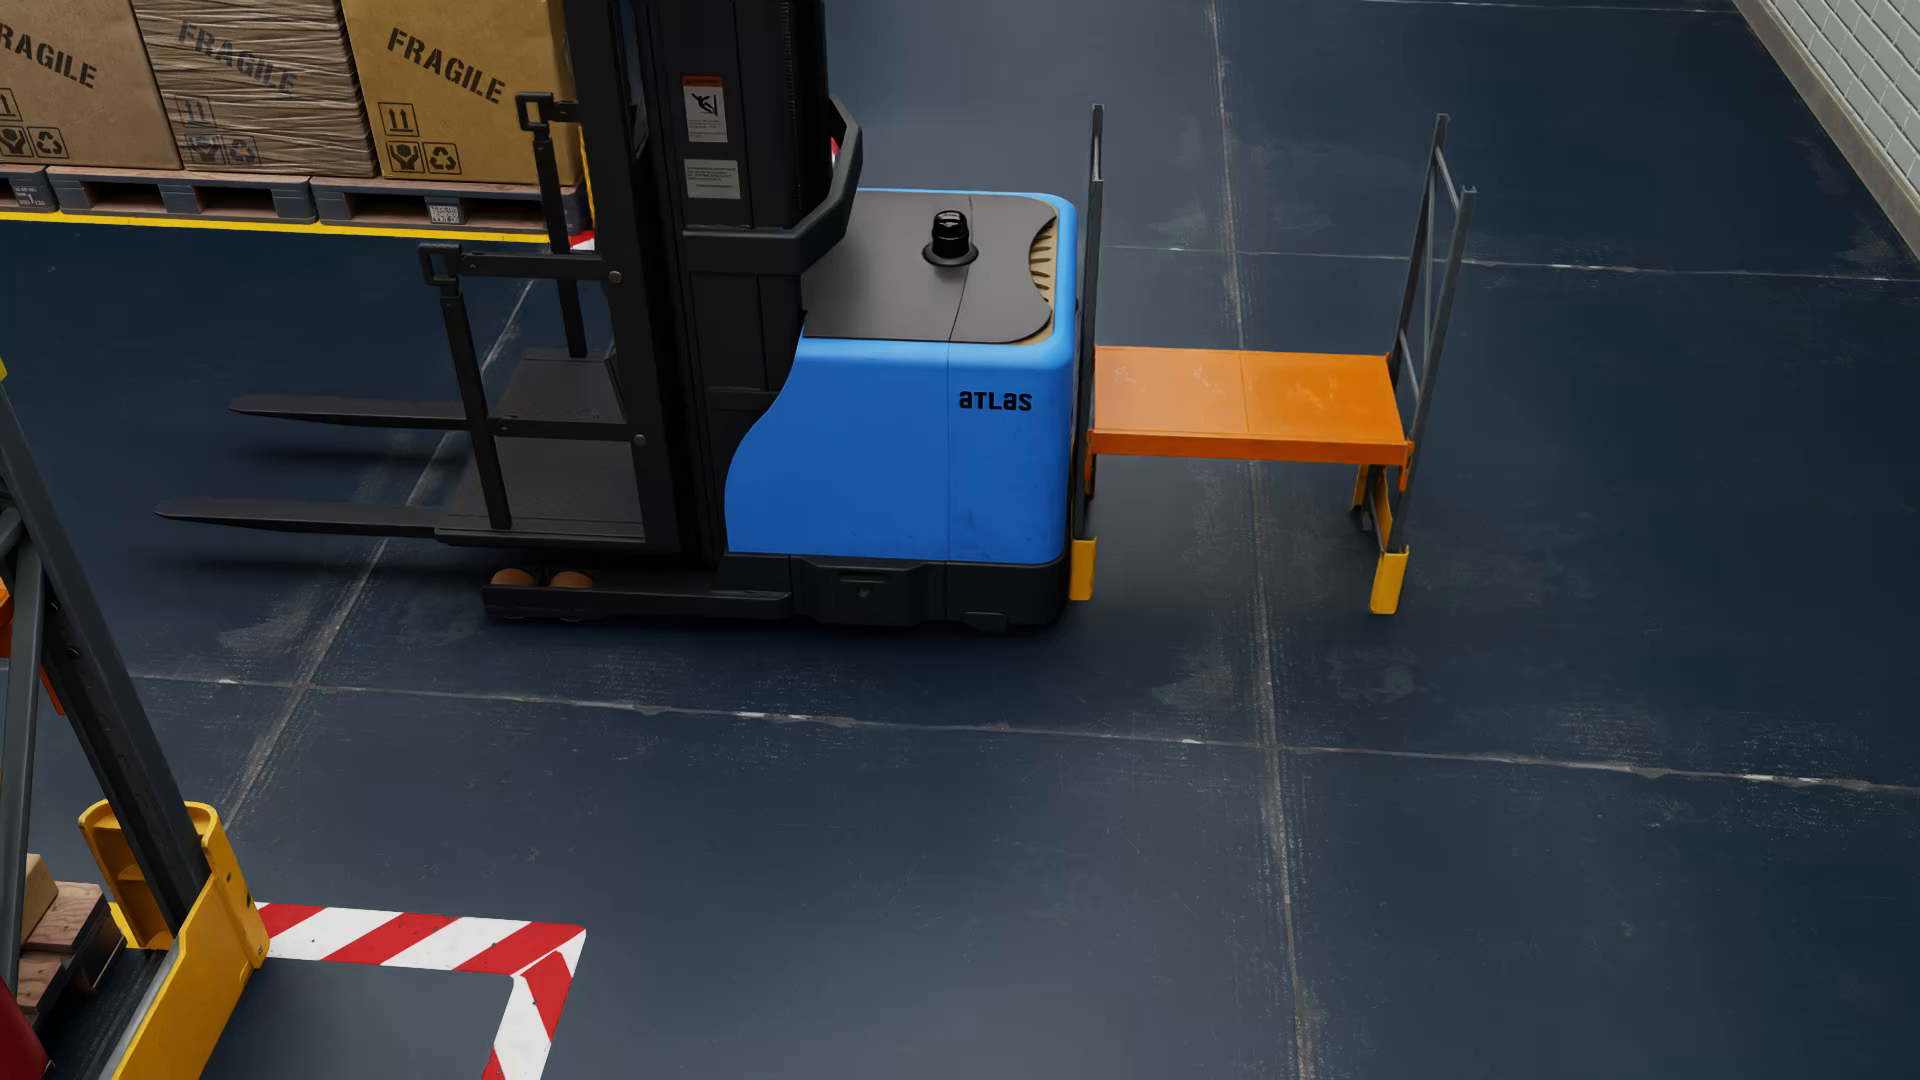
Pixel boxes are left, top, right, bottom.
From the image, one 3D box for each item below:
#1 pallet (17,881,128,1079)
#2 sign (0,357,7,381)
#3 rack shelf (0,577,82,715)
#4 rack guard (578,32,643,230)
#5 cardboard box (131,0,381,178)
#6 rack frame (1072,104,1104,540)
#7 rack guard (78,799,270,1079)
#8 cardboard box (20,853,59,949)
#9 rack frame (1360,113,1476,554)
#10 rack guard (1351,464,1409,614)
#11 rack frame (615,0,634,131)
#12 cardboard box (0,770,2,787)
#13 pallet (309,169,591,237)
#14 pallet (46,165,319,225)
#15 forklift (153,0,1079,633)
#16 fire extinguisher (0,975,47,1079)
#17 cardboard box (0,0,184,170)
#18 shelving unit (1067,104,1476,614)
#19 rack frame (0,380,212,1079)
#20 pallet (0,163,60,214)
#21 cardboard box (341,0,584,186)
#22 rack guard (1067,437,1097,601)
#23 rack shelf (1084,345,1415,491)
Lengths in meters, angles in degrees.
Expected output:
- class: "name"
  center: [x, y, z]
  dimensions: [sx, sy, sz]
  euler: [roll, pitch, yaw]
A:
- class: "pallet"
  center: [-2.858, 1.258, 4.037]
  dimensions: [1.213, 0.211, 1.003]
  euler: [3, 39, 4]
- class: "sign"
  center: [-1.929, -0.430, 3.216]
  dimensions: [0.005, 0.325, 0.100]
  euler: [3, 39, 4]
- class: "rack shelf"
  center: [-3.968, 0.417, 3.431]
  dimensions: [4.000, 0.370, 1.077]
  euler: [3, 39, 4]
- class: "rack guard"
  center: [-1.423, -1.896, 7.683]
  dimensions: [0.348, 0.500, 1.175]
  euler: [3, 39, 4]
- class: "cardboard box"
  center: [-2.998, -2.240, 7.476]
  dimensions: [0.875, 0.875, 0.875]
  euler: [3, 39, 4]
- class: "rack frame"
  center: [0.397, -0.567, 5.259]
  dimensions: [0.032, 1.500, 0.500]
  euler: [2, 39, 3]
- class: "rack guard"
  center: [-2.051, 1.213, 3.864]
  dimensions: [0.348, 0.500, 1.175]
  euler: [3, 39, 4]
- class: "cardboard box"
  center: [-2.470, 0.960, 4.120]
  dimensions: [0.250, 0.149, 0.380]
  euler: [4, 39, 5]
- class: "rack frame"
  center: [1.412, -0.524, 5.206]
  dimensions: [0.032, 1.500, 0.500]
  euler: [2, 39, 3]
- class: "rack guard"
  center: [1.411, -0.039, 5.600]
  dimensions: [0.087, 0.250, 0.587]
  euler: [2, 39, 3]
- class: "rack frame"
  center: [-1.447, -2.867, 6.896]
  dimensions: [0.127, 3.000, 1.000]
  euler: [3, 39, 4]
- class: "cardboard box"
  center: [-2.468, 0.717, 3.947]
  dimensions: [0.250, 0.149, 0.380]
  euler: [1, 39, 2]
- class: "pallet"
  center: [-2.250, -1.779, 7.769]
  dimensions: [1.213, 0.211, 1.003]
  euler: [3, 39, 4]
- class: "pallet"
  center: [-3.462, -1.848, 7.853]
  dimensions: [1.213, 0.211, 1.003]
  euler: [3, 39, 4]
- class: "forklift"
  center: [-1.143, -1.200, 4.903]
  dimensions: [3.031, 2.935, 1.130]
  euler: [2, 39, 3]
- class: "fire extinguisher"
  center: [-1.764, 0.726, 2.839]
  dimensions: [0.183, 0.674, 0.296]
  euler: [3, 39, 4]
- class: "cardboard box"
  center: [-3.885, -2.288, 7.535]
  dimensions: [0.875, 0.875, 0.875]
  euler: [3, 39, 4]
- class: "shelving unit"
  center: [0.914, -0.545, 5.232]
  dimensions: [1.083, 1.500, 0.587]
  euler: [2, 39, 3]
- class: "rack frame"
  center: [-1.976, 0.247, 3.070]
  dimensions: [0.127, 3.000, 1.000]
  euler: [3, 39, 4]
- class: "pallet"
  center: [-4.681, -1.912, 7.932]
  dimensions: [1.213, 0.211, 1.003]
  euler: [3, 39, 4]
- class: "cardboard box"
  center: [-2.091, -2.190, 7.415]
  dimensions: [0.875, 0.875, 0.875]
  euler: [3, 39, 4]
- class: "rack guard"
  center: [0.417, -0.081, 5.652]
  dimensions: [0.087, 0.250, 0.587]
  euler: [2, 39, 3]
- class: "rack shelf"
  center: [0.905, -0.406, 5.346]
  dimensions: [1.000, 0.185, 0.538]
  euler: [2, 39, 3]
